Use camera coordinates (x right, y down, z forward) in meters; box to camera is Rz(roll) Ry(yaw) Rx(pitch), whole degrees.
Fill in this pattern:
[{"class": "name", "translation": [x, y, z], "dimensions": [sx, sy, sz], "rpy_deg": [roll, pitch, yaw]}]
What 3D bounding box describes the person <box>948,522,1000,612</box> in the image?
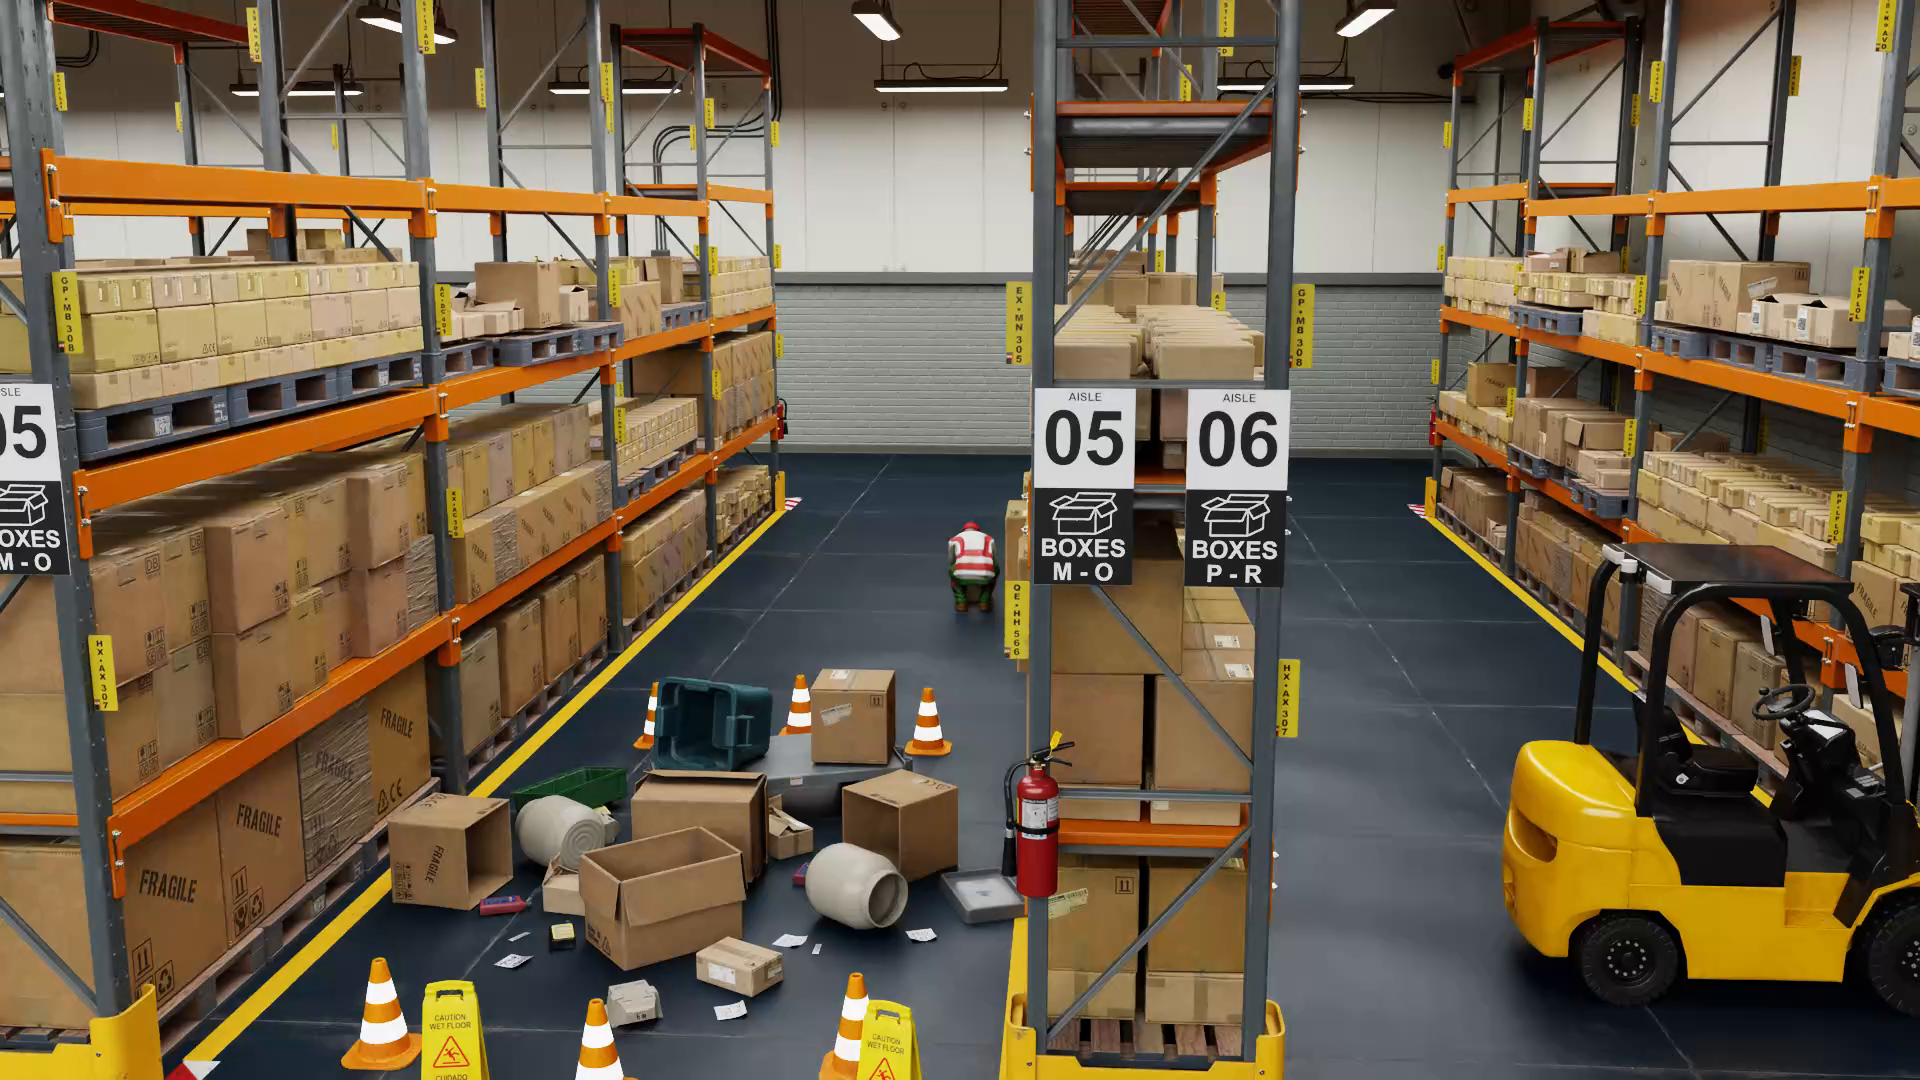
[{"class": "person", "translation": [0.140, 0.312, 17.052], "dimensions": [0.542, 0.874, 0.910], "rpy_deg": [1, 11, 4]}]
